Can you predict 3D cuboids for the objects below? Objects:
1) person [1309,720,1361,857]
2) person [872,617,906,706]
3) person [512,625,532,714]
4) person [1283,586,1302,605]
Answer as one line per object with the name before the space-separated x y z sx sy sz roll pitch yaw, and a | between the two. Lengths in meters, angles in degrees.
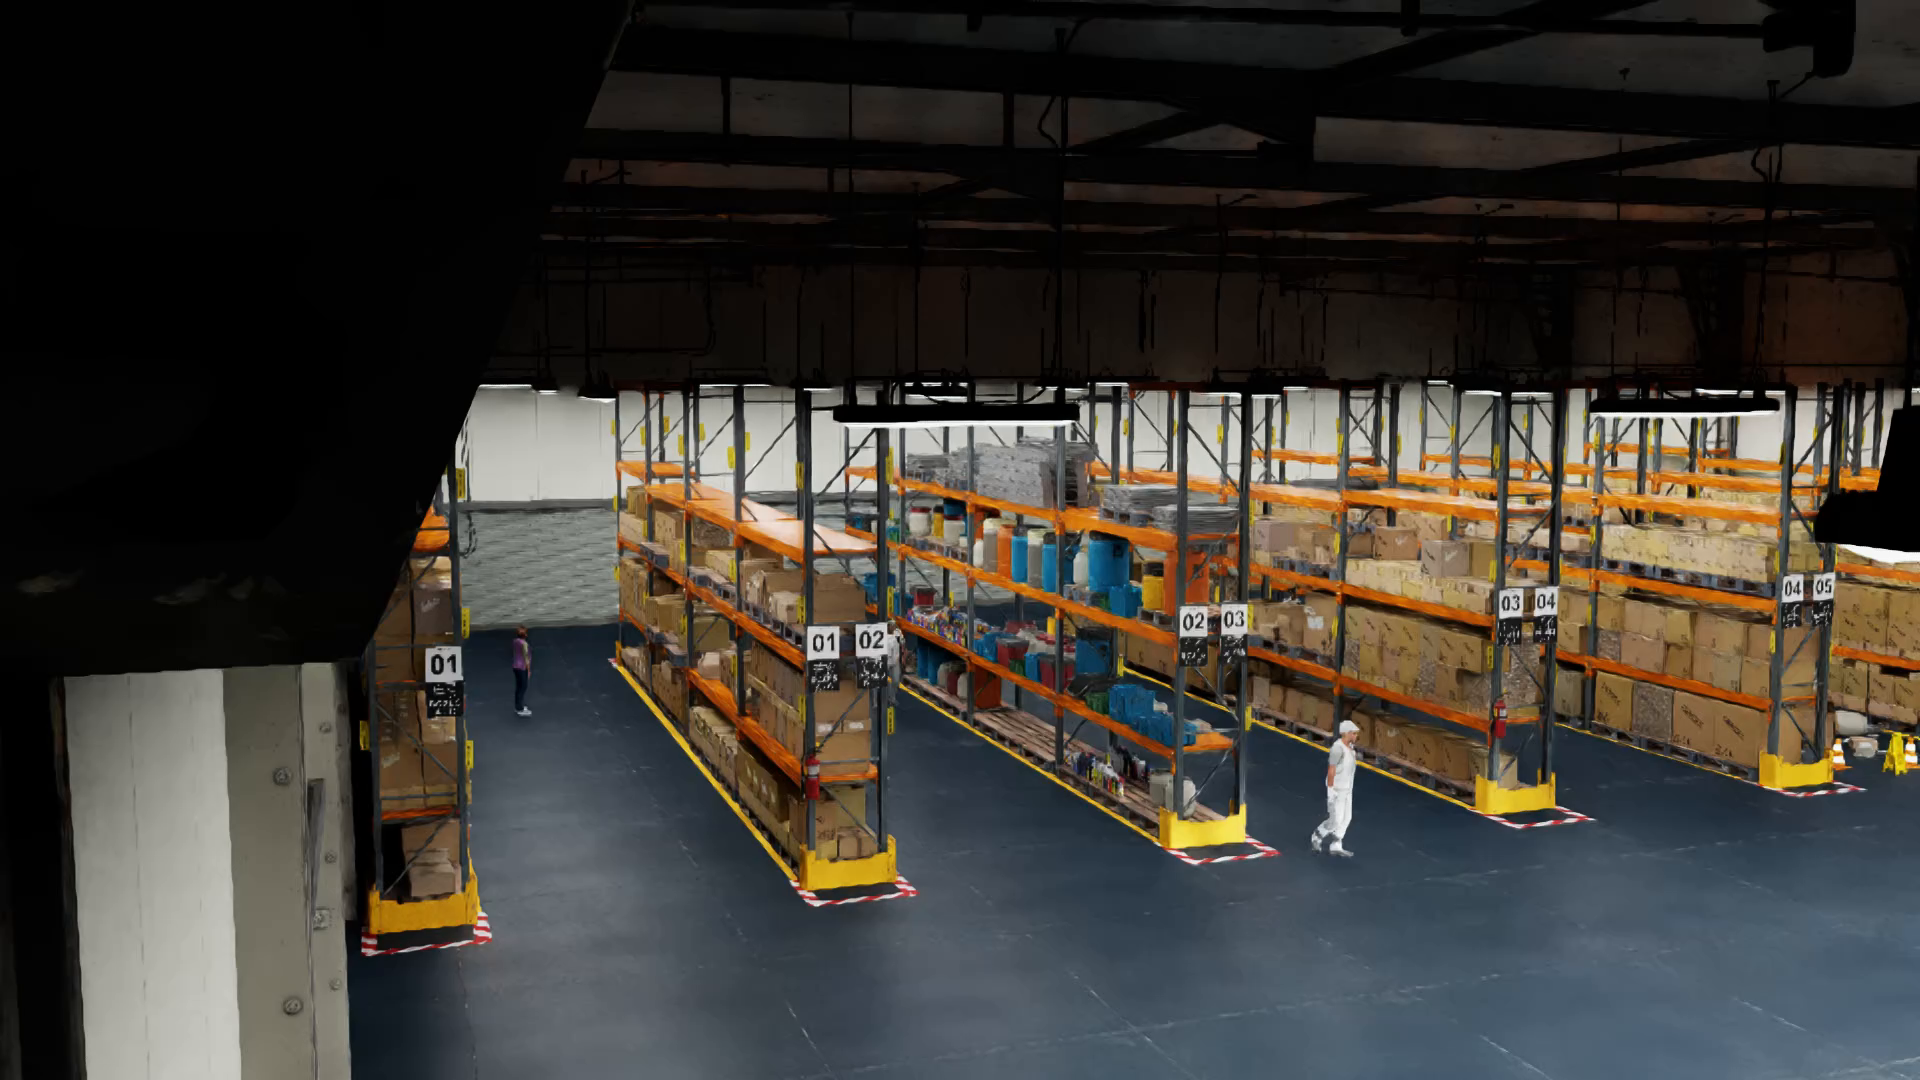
person | 4.828 3.190 21.414 0.577 1.777 0.589 4 7 36
person | -1.330 2.236 30.744 0.682 1.715 0.542 -2 6 -21
person | -7.929 2.336 30.127 0.347 1.600 0.533 -5 8 -40
person | 7.107 1.765 35.565 0.488 1.587 1.089 -2 6 -22
